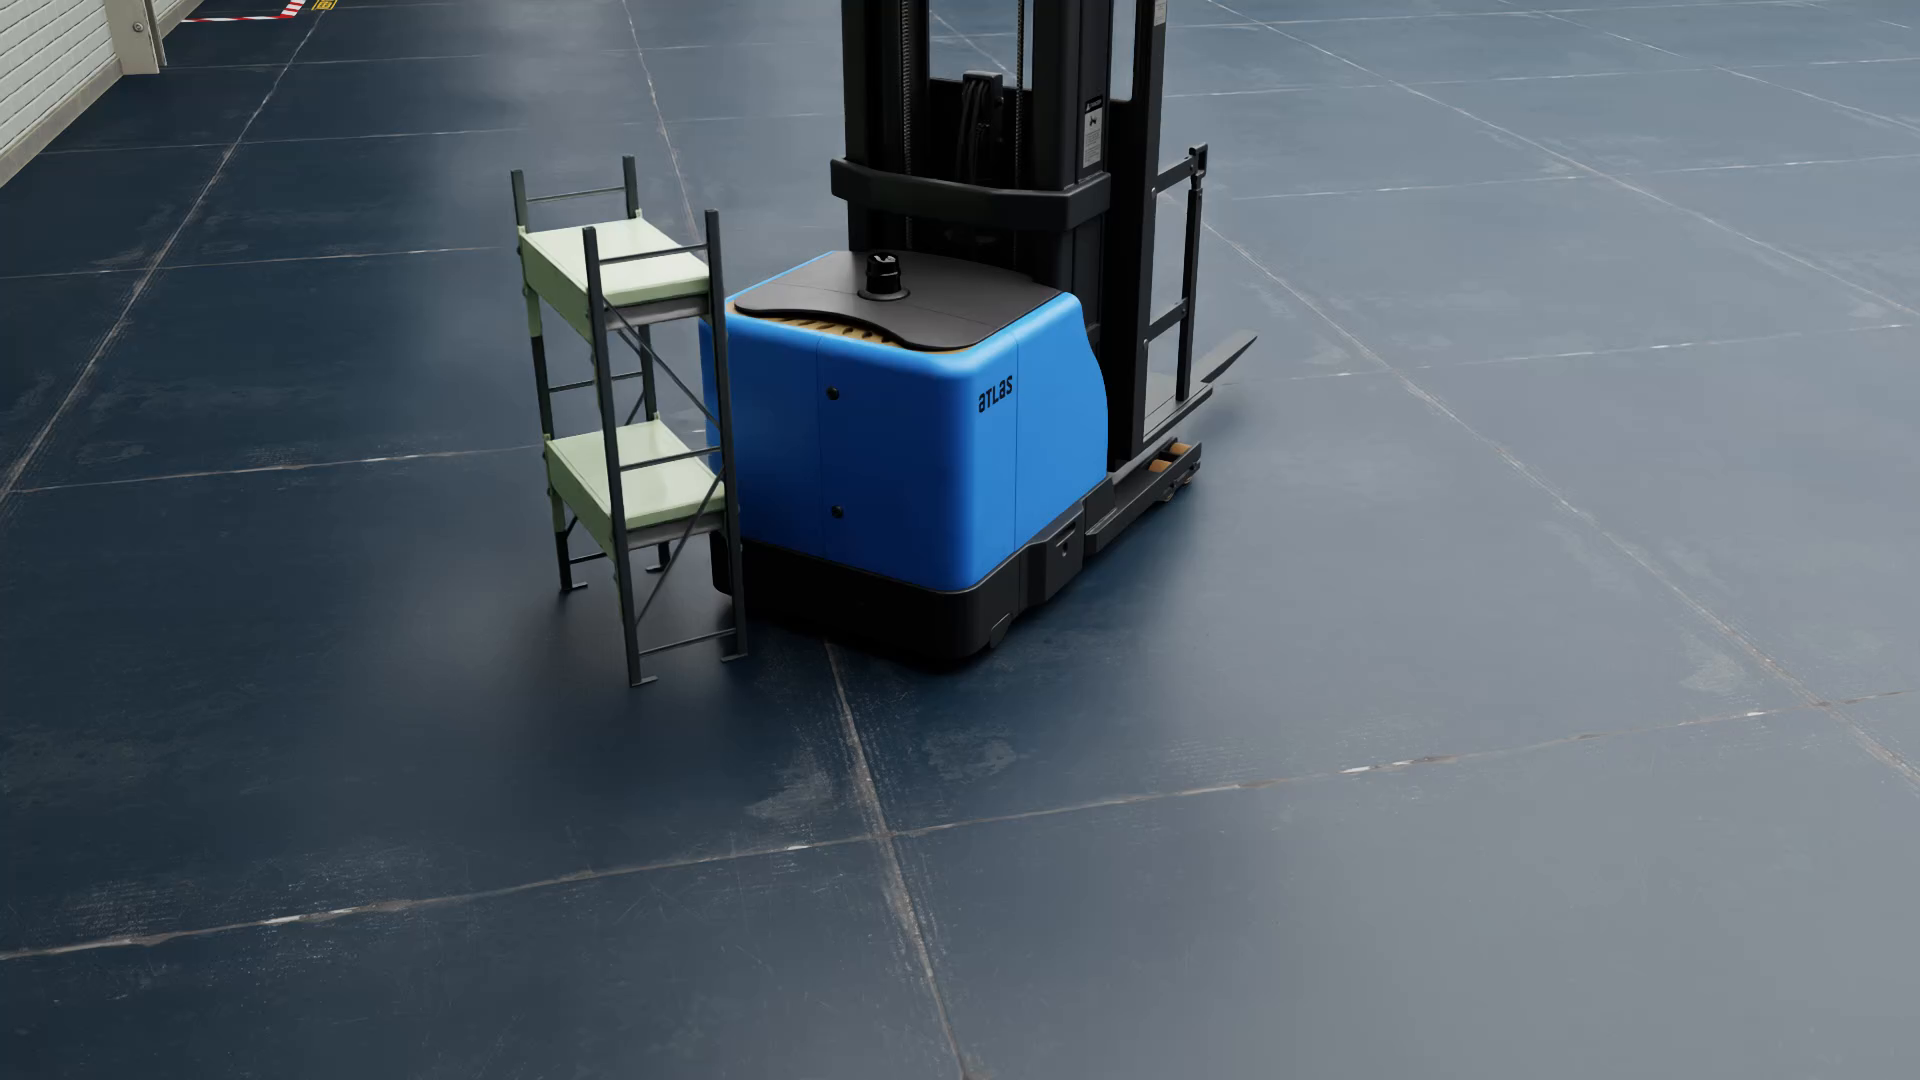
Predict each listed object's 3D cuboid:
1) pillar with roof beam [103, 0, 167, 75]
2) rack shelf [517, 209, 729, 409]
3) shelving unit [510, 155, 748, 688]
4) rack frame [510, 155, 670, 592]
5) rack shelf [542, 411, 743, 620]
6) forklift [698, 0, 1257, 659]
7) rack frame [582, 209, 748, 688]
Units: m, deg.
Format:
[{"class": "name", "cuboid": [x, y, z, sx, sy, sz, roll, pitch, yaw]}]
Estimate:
[{"class": "pillar with roof beam", "cuboid": [-2.791, -8.477, 13.059, 9.100, 9.000, 0.400, -6, 27, -12]}, {"class": "rack shelf", "cuboid": [-1.057, -0.738, 5.181, 0.431, 0.370, 0.720, -14, 30, -26]}, {"class": "shelving unit", "cuboid": [-1.057, -0.389, 5.357, 0.431, 1.500, 0.755, -14, 30, -26]}, {"class": "rack frame", "cuboid": [-1.234, -0.534, 5.643, 0.400, 1.500, 0.023, -14, 30, -26]}, {"class": "rack shelf", "cuboid": [-1.057, -0.098, 5.504, 0.431, 0.370, 0.720, -14, 30, -26]}, {"class": "forklift", "cuboid": [0.316, -1.552, 6.073, 1.130, 2.935, 3.031, 15, 30, 27]}, {"class": "rack frame", "cuboid": [-0.879, -0.245, 5.071, 0.400, 1.500, 0.023, -14, 30, -26]}]
